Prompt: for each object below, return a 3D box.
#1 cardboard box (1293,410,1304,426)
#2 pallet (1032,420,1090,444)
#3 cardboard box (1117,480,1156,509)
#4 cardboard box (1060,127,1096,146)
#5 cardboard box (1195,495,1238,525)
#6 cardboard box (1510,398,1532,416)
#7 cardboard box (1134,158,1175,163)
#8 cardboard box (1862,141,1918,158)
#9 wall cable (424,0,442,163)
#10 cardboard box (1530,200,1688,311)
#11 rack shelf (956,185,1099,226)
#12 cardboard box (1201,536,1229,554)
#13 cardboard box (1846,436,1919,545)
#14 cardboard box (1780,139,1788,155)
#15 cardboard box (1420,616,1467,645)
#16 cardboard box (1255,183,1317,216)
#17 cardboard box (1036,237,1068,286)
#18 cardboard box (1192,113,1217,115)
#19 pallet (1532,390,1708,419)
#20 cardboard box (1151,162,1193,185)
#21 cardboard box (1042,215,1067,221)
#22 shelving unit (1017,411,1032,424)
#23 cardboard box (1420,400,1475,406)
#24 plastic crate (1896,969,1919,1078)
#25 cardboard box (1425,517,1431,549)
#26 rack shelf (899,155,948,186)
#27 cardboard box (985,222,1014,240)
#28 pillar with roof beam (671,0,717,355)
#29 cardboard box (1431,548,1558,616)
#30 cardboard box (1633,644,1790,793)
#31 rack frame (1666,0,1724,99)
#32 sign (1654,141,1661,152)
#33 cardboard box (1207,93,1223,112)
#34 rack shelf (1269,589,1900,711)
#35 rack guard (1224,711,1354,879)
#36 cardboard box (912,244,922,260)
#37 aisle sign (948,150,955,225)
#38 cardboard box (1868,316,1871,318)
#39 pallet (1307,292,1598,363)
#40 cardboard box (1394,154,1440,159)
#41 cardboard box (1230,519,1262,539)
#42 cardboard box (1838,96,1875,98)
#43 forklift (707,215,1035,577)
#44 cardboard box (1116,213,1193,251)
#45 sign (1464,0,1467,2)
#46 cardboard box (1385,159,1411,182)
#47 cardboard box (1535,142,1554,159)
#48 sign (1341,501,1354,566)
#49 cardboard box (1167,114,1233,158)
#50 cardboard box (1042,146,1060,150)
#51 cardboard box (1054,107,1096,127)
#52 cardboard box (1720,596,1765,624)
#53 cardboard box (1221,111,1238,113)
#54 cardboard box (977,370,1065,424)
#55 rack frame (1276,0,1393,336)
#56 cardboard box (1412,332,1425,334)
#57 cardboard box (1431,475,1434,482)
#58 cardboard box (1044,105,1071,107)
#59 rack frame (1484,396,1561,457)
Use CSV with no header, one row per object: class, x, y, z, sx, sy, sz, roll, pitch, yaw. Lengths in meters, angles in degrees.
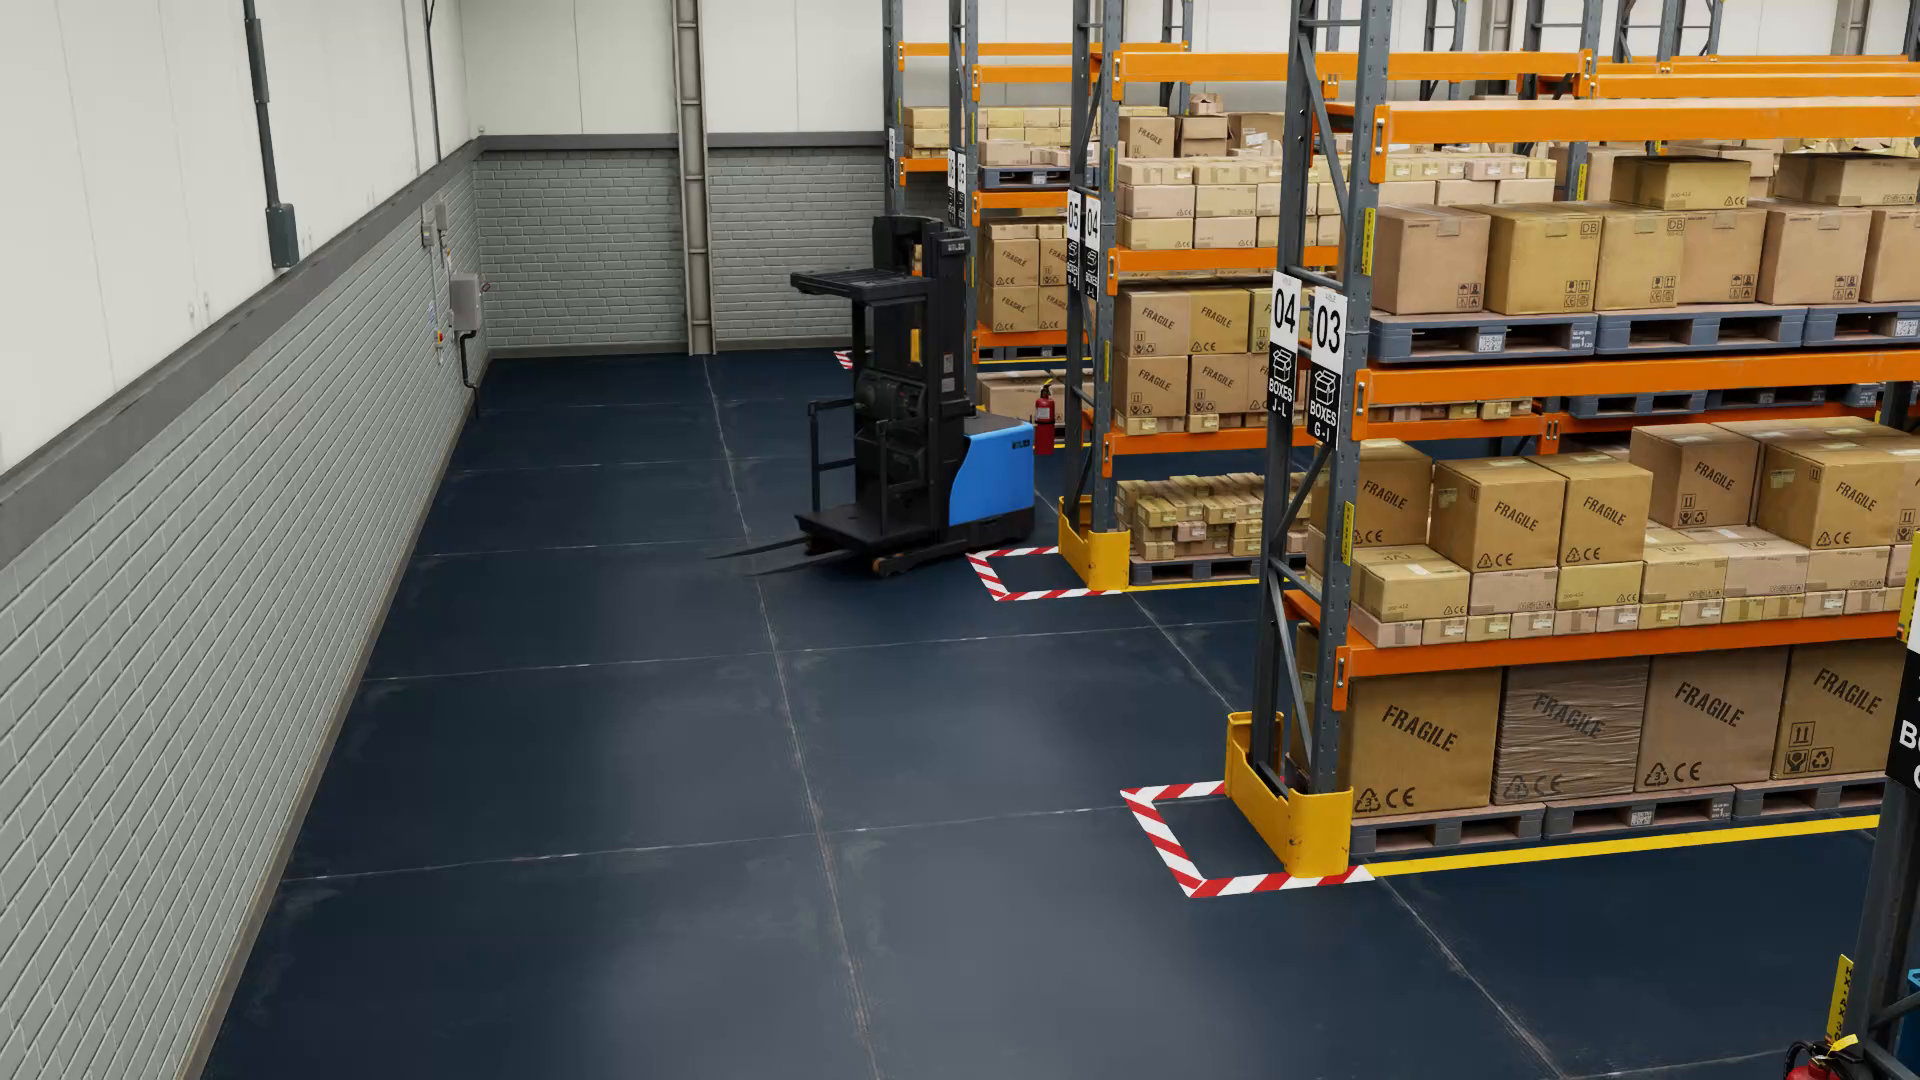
cardboard box,2.716,-1.075,14.067,0.250,0.149,0.380,-4,17,-12
pallet,0.804,-1.333,19.231,1.213,0.211,1.003,-3,17,-10
cardboard box,1.544,-0.403,14.579,0.250,0.149,0.380,-3,17,-10
cardboard box,1.576,-5.601,23.016,0.500,0.250,0.500,-3,17,-9
cardboard box,2.171,-0.259,14.110,0.250,0.149,0.380,-3,17,-11
cardboard box,4.764,-1.197,14.467,0.250,0.149,0.380,-3,17,-11
cardboard box,1.599,-3.064,13.735,0.250,0.149,0.380,-3,17,-10
cardboard box,8.078,-3.341,14.435,0.258,0.266,0.396,-3,17,-10
wall cable,-6.129,-6.109,19.749,0.133,3.039,2.988,-3,17,-10
cardboard box,3.488,-1.556,9.044,0.500,0.500,0.700,-4,18,-14
rack shelf,1.998,-3.801,18.631,4.000,0.370,1.077,-3,17,-10
cardboard box,2.131,-0.007,14.303,0.250,0.149,0.380,-3,17,-10
cardboard box,5.441,-0.291,9.562,0.500,0.500,0.500,-3,17,-9
cardboard box,10.178,-4.851,20.365,0.500,0.250,0.500,-3,17,-11
cardboard box,2.577,0.438,9.142,0.250,0.149,0.380,-4,17,-11
cardboard box,2.563,-2.783,13.496,0.500,0.250,0.500,-3,17,-10
cardboard box,1.065,-3.100,18.362,0.500,0.500,0.500,-4,17,-12
cardboard box,3.392,-5.847,23.106,0.250,0.149,0.380,-3,17,-9
pallet,5.778,-1.310,14.731,1.213,0.211,1.003,-3,17,-10
cardboard box,1.687,-2.931,13.300,0.250,0.149,0.380,-3,17,-8
cardboard box,1.086,-3.575,18.801,0.250,0.149,0.380,-3,17,-9
shelving unit,0.510,-0.664,15.625,0.252,1.050,0.215,-14,22,-38
cardboard box,4.068,-1.454,14.197,0.500,0.500,0.500,-4,17,-12
plastic crate,3.147,1.567,4.876,0.499,0.435,0.616,-3,17,-10
cardboard box,2.838,0.056,9.709,0.500,0.250,0.500,-4,17,-11
rack shelf,1.052,-5.231,23.289,4.000,0.370,1.077,-3,17,-10
cardboard box,0.435,-3.375,18.151,0.250,0.149,0.380,-3,17,-9
pillar with roof beam,-2.913,-5.766,18.697,0.400,9.000,9.100,-3,17,-10
cardboard box,2.946,0.207,9.215,0.500,0.250,0.500,-3,17,-11
cardboard box,4.294,0.914,10.070,0.875,0.875,0.875,-3,17,-10
rack frame,10.871,-7.566,24.557,0.127,3.000,1.000,-3,17,-10
sign,7.986,-4.603,19.004,0.005,0.325,0.100,-3,17,-10
cardboard box,3.557,-6.216,23.601,0.258,0.266,0.396,-3,17,-10
rack shelf,3.878,0.490,9.771,4.000,0.370,1.077,-3,17,-10
rack guard,1.890,1.454,9.665,0.348,0.500,1.175,-3,17,-10
cardboard box,-0.415,-4.048,23.069,0.500,0.250,0.500,-3,17,-10
aisle sign,-0.096,-3.927,18.500,0.004,0.787,0.394,-3,17,-10
cardboard box,8.432,-2.018,15.412,0.250,0.149,0.380,-3,17,-10
pallet,2.640,-1.178,9.019,1.213,0.211,1.003,-3,17,-10
cardboard box,3.895,-3.209,14.204,0.250,0.149,0.380,-4,17,-12
cardboard box,2.411,-0.134,14.212,0.250,0.149,0.380,-3,17,-9
cardboard box,13.385,-6.528,25.231,0.500,0.500,0.700,-3,17,-10
forklift,-0.765,-1.257,14.351,3.031,2.935,1.130,-14,22,-38
cardboard box,1.561,-2.491,13.399,0.500,0.250,0.500,-3,17,-8
sign,7.056,-7.672,23.175,0.005,0.325,0.100,-3,17,-10
cardboard box,3.479,-3.017,13.579,0.250,0.149,0.380,-3,17,-11
cardboard box,6.603,-4.438,18.994,0.258,0.266,0.396,-4,17,-12
sign,2.013,-0.034,8.642,0.005,0.325,0.100,-3,17,-10
cardboard box,2.643,-4.469,18.522,0.637,0.503,0.797,-2,17,-6
cardboard box,1.213,-5.367,22.934,0.250,0.149,0.380,-3,17,-9
cardboard box,1.570,-5.842,22.950,0.500,0.250,0.500,-3,17,-9
cardboard box,4.342,0.338,9.468,0.250,0.149,0.380,-4,17,-11
cardboard box,3.780,-6.045,23.749,0.250,0.149,0.380,-4,17,-12
cardboard box,0.663,-1.641,19.132,0.875,0.438,0.875,-4,17,-12
rack frame,1.914,-2.610,8.421,0.127,3.000,1.000,-3,17,-10
cardboard box,3.578,-1.910,13.979,0.500,0.500,0.500,-3,17,-9
cardboard box,4.101,-0.537,15.016,0.250,0.149,0.380,-3,17,-11
cardboard box,1.472,-5.989,23.428,0.500,0.250,0.500,-3,17,-11
rack frame,5.000,-1.401,14.701,0.127,3.000,1.000,-3,17,-10
